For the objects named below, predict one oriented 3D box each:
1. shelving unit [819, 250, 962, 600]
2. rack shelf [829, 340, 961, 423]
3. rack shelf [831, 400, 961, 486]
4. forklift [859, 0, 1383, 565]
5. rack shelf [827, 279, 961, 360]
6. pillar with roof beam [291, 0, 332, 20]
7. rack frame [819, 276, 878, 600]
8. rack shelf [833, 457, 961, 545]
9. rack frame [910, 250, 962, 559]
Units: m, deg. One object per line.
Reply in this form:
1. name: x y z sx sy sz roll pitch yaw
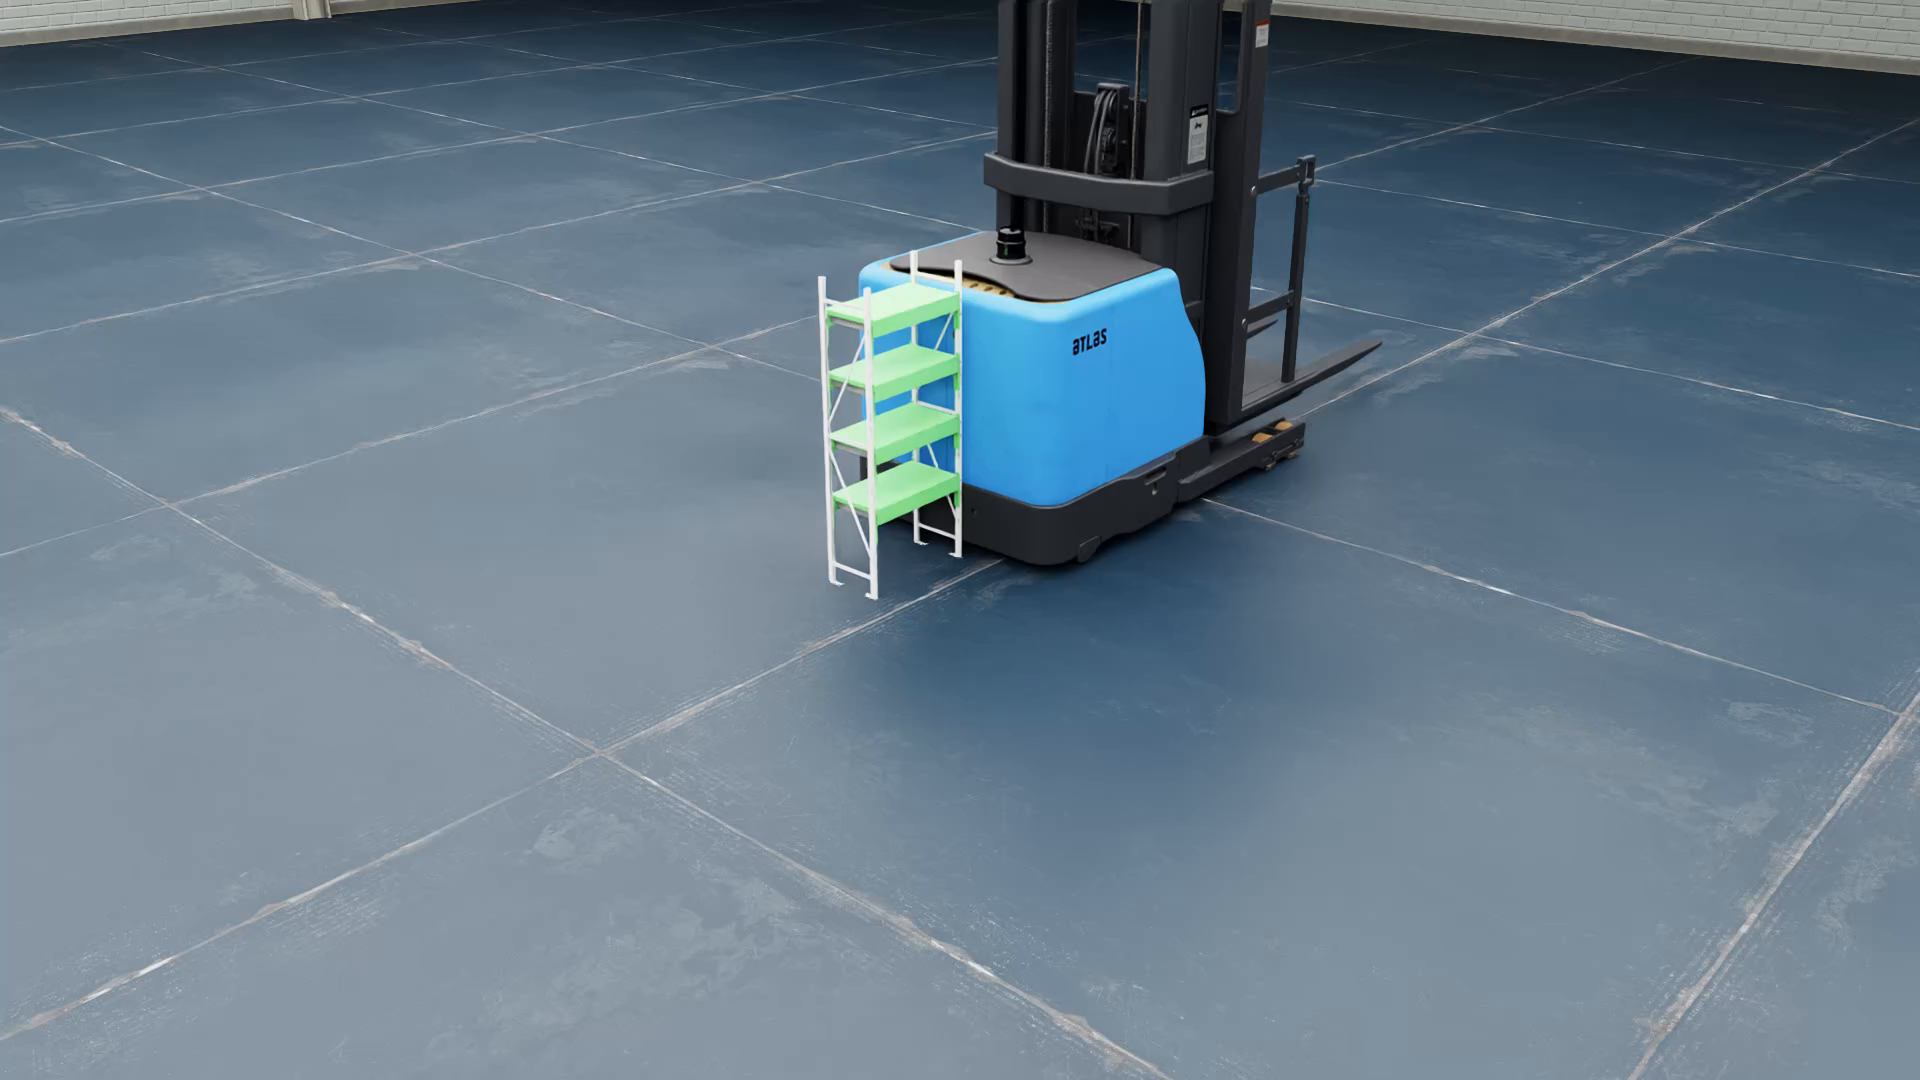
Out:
1. shelving unit: -0.248 -0.431 6.245 0.258 1.200 0.503 19 30 36
2. rack shelf: -0.248 -0.592 6.173 0.258 0.148 0.480 19 30 36
3. rack shelf: -0.248 -0.373 6.272 0.258 0.148 0.480 19 30 36
4. forklift: 0.921 -1.767 7.109 1.130 2.935 3.031 19 30 36
5. rack shelf: -0.248 -0.811 6.075 0.258 0.148 0.480 19 30 36
6. pillar with roof beam: -5.562 -10.002 18.059 9.100 9.000 0.400 20 31 38
7. rack frame: -0.406 -0.355 6.076 0.240 1.200 0.015 19 30 36
8. rack shelf: -0.248 -0.154 6.370 0.258 0.148 0.480 19 30 36
9. rack frame: -0.090 -0.507 6.415 0.240 1.200 0.015 19 30 36
